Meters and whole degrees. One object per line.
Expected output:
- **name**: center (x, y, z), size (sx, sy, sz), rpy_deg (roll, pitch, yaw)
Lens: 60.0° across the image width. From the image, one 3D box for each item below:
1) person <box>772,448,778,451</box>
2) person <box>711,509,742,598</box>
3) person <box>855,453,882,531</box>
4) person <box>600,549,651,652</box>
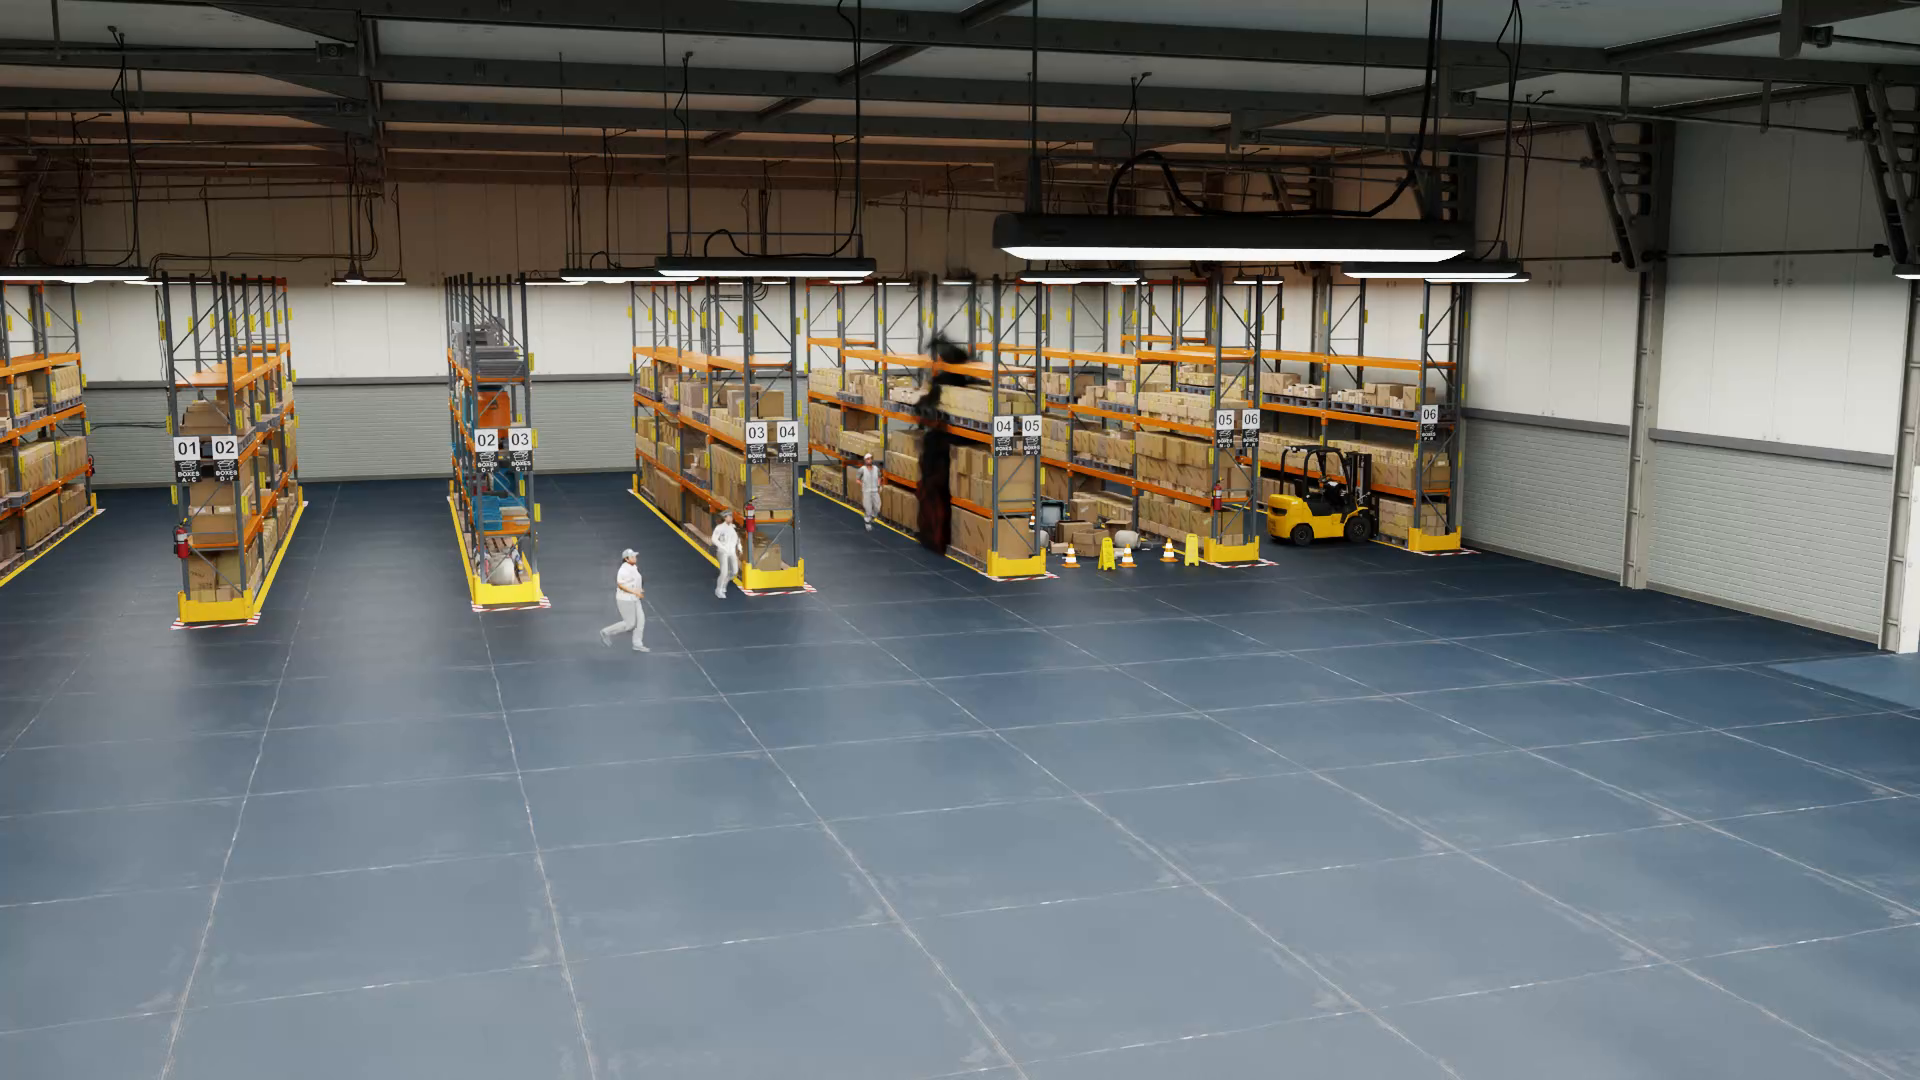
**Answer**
- **person**: center (-5.098, -2.117, 46.257), size (0.682, 1.831, 0.827), rpy_deg (-2, 9, -11)
- **person**: center (-4.313, 0.245, 31.061), size (0.690, 1.651, 0.473), rpy_deg (-8, 12, -44)
- **person**: center (-2.003, -1.061, 37.346), size (0.649, 1.758, 0.565), rpy_deg (-3, 9, -21)
- **person**: center (-5.311, 0.963, 26.393), size (0.767, 1.663, 0.579), rpy_deg (1, 9, 6)
